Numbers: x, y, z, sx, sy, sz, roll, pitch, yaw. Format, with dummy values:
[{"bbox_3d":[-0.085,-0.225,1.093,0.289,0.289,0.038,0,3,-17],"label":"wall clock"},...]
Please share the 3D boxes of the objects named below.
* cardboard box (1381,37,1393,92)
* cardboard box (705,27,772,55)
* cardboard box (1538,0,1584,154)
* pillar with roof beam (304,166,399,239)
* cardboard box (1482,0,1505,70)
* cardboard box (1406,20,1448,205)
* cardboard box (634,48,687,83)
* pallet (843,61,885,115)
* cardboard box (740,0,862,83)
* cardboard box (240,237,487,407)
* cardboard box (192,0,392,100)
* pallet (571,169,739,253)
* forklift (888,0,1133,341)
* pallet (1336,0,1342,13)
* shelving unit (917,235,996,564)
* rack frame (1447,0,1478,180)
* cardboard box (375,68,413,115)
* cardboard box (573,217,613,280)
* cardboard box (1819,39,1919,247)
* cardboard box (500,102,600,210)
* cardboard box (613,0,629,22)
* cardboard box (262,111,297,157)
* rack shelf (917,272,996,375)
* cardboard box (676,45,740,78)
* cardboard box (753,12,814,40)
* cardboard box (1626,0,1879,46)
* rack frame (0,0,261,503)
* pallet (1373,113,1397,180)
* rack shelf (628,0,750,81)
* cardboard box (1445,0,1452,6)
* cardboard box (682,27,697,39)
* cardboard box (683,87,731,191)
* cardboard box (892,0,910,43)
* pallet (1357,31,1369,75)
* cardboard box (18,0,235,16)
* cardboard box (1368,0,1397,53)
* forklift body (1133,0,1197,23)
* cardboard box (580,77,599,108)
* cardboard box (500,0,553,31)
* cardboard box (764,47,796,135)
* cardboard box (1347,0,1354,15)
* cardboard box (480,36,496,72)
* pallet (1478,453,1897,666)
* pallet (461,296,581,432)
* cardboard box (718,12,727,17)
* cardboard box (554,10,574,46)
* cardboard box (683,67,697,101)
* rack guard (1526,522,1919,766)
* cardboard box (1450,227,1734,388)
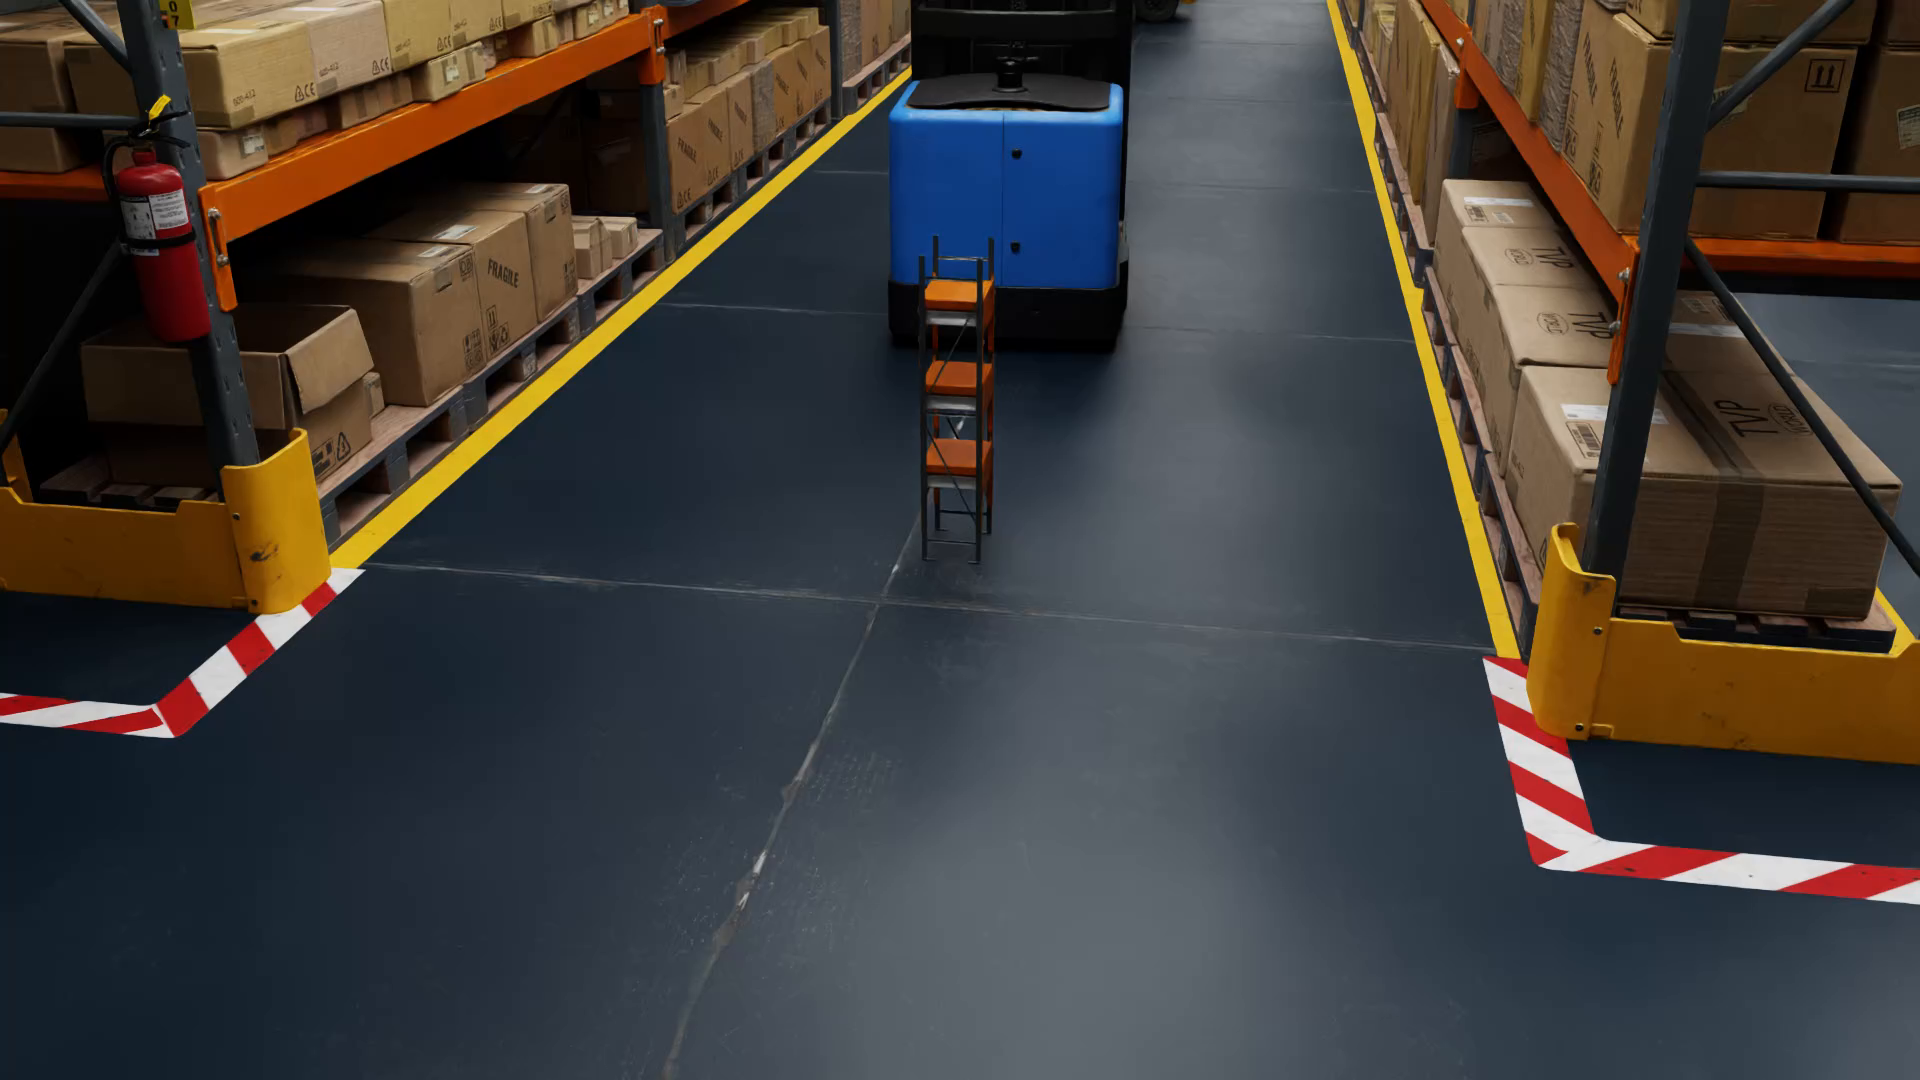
[{"bbox_3d":[3.620,-3.439,12.162,0.950,0.372,0.625,2,25,5],"label":"cardboard box"},{"bbox_3d":[-1.439,-3.238,10.817,0.380,0.149,0.250,4,25,8],"label":"cardboard box"},{"bbox_3d":[2.200,-1.547,5.399,0.500,0.500,0.500,5,26,10],"label":"cardboard box"},{"bbox_3d":[1.211,-5.062,5.950,9.100,9.000,0.400,4,25,9],"label":"pillar with roof beam"},{"bbox_3d":[2.443,-2.187,6.766,0.500,0.500,0.500,4,25,9],"label":"cardboard box"},{"bbox_3d":[3.027,-2.401,9.352,0.875,0.875,0.875,5,26,10],"label":"cardboard box"},{"bbox_3d":[-1.717,-2.602,9.109,0.380,0.149,0.250,3,25,6],"label":"cardboard box"},{"bbox_3d":[-1.206,-3.624,13.243,1.003,0.211,1.213,4,25,9],"label":"pallet"},{"bbox_3d":[-1.264,-3.920,12.892,0.875,0.625,0.625,5,26,10],"label":"cardboard box"},{"bbox_3d":[-2.315,-0.862,6.505,0.700,0.500,0.500,5,26,11],"label":"cardboard box"},{"bbox_3d":[-2.265,-1.648,5.559,0.500,0.250,0.500,4,25,9],"label":"cardboard box"},{"bbox_3d":[-1.938,-1.952,9.672,1.003,0.211,1.213,4,25,9],"label":"pallet"},{"bbox_3d":[0.326,-2.815,8.307,1.130,2.935,3.031,2,25,5],"label":"forklift"},{"bbox_3d":[4.645,-5.917,18.141,1.003,0.211,1.213,4,25,9],"label":"pallet"},{"bbox_3d":[-0.009,-0.453,5.480,0.215,1.050,0.252,4,25,9],"label":"shelving unit"},{"bbox_3d":[2.864,-2.530,7.617,1.000,3.000,0.127,4,25,9],"label":"rack frame"},{"bbox_3d":[-2.218,-1.639,6.009,0.380,0.149,0.250,4,25,9],"label":"cardboard box"},{"bbox_3d":[-1.893,-1.422,7.978,0.396,0.266,0.258,5,26,10],"label":"cardboard box"},{"bbox_3d":[2.572,-1.083,4.408,0.500,0.500,0.500,4,25,8],"label":"cardboard box"},{"bbox_3d":[-2.245,-2.156,9.271,0.500,0.500,0.500,4,25,8],"label":"cardboard box"},{"bbox_3d":[-1.836,-2.608,8.079,0.380,0.149,0.250,4,25,9],"label":"cardboard box"},{"bbox_3d":[-2.367,-1.314,5.314,0.380,0.149,0.250,5,25,10],"label":"cardboard box"},{"bbox_3d":[-0.009,-0.701,5.364,0.215,0.259,0.240,4,25,9],"label":"rack shelf"},{"bbox_3d":[-1.561,-2.906,10.109,0.380,0.149,0.250,5,26,10],"label":"cardboard box"},{"bbox_3d":[-1.224,-3.557,11.498,0.380,0.149,0.250,3,25,6],"label":"cardboard box"},{"bbox_3d":[2.054,-1.573,4.275,0.500,0.500,0.500,5,26,10],"label":"cardboard box"},{"bbox_3d":[-2.687,-1.199,4.774,1.000,3.000,0.127,4,25,9],"label":"rack frame"},{"bbox_3d":[3.315,-2.615,11.089,1.003,0.211,1.213,4,25,9],"label":"pallet"},{"bbox_3d":[-1.706,-3.383,10.288,1.077,0.370,4.000,4,25,9],"label":"rack shelf"},{"bbox_3d":[2.773,-2.880,8.542,0.500,0.250,0.500,4,25,8],"label":"cardboard box"},{"bbox_3d":[-1.935,-3.262,10.869,0.380,0.149,0.250,3,25,7],"label":"cardboard box"},{"bbox_3d":[-1.655,-2.340,9.665,0.500,0.500,0.500,4,25,8],"label":"cardboard box"},{"bbox_3d":[-0.934,-4.790,14.750,0.875,0.625,0.625,4,25,8],"label":"cardboard box"},{"bbox_3d":[4.046,-4.287,14.660,1.003,0.211,1.213,4,25,9],"label":"pallet"},{"bbox_3d":[-2.788,-1.693,5.654,0.500,0.250,0.500,4,25,9],"label":"cardboard box"},{"bbox_3d":[3.974,-4.355,14.121,0.950,0.372,0.625,6,26,12],"label":"cardboard box"},{"bbox_3d":[1.418,-6.587,17.286,2.313,2.155,1.214,4,25,9],"label":"forklift body"},{"bbox_3d":[-2.220,-2.509,9.259,0.380,0.149,0.250,4,25,9],"label":"cardboard box"},{"bbox_3d":[-2.038,-2.291,6.932,0.500,0.250,0.500,4,25,8],"label":"cardboard box"},{"bbox_3d":[-1.412,-2.984,11.040,0.500,0.500,0.500,5,26,11],"label":"cardboard box"},{"bbox_3d":[4.080,-5.310,16.304,0.500,0.250,0.500,3,25,7],"label":"cardboard box"},{"bbox_3d":[-2.106,-1.964,6.703,0.380,0.149,0.250,4,25,8],"label":"cardboard box"},{"bbox_3d":[2.264,0.066,5.360,1.003,0.211,1.213,4,25,9],"label":"pallet"},{"bbox_3d":[-2.343,-0.810,7.233,1.003,0.211,1.213,4,25,9],"label":"pallet"},{"bbox_3d":[-1.842,-3.591,11.572,0.380,0.149,0.250,5,26,10],"label":"cardboard box"},{"bbox_3d":[-1.946,-2.279,7.377,0.380,0.149,0.250,5,25,10],"label":"cardboard box"},{"bbox_3d":[-1.712,-2.585,9.423,0.380,0.149,0.250,3,25,6],"label":"cardboard box"},{"bbox_3d":[2.207,0.285,4.551,1.175,0.500,0.348,4,25,9],"label":"rack guard"},{"bbox_3d":[2.510,-0.930,6.726,0.875,0.438,0.875,3,25,7],"label":"cardboard box"}]
